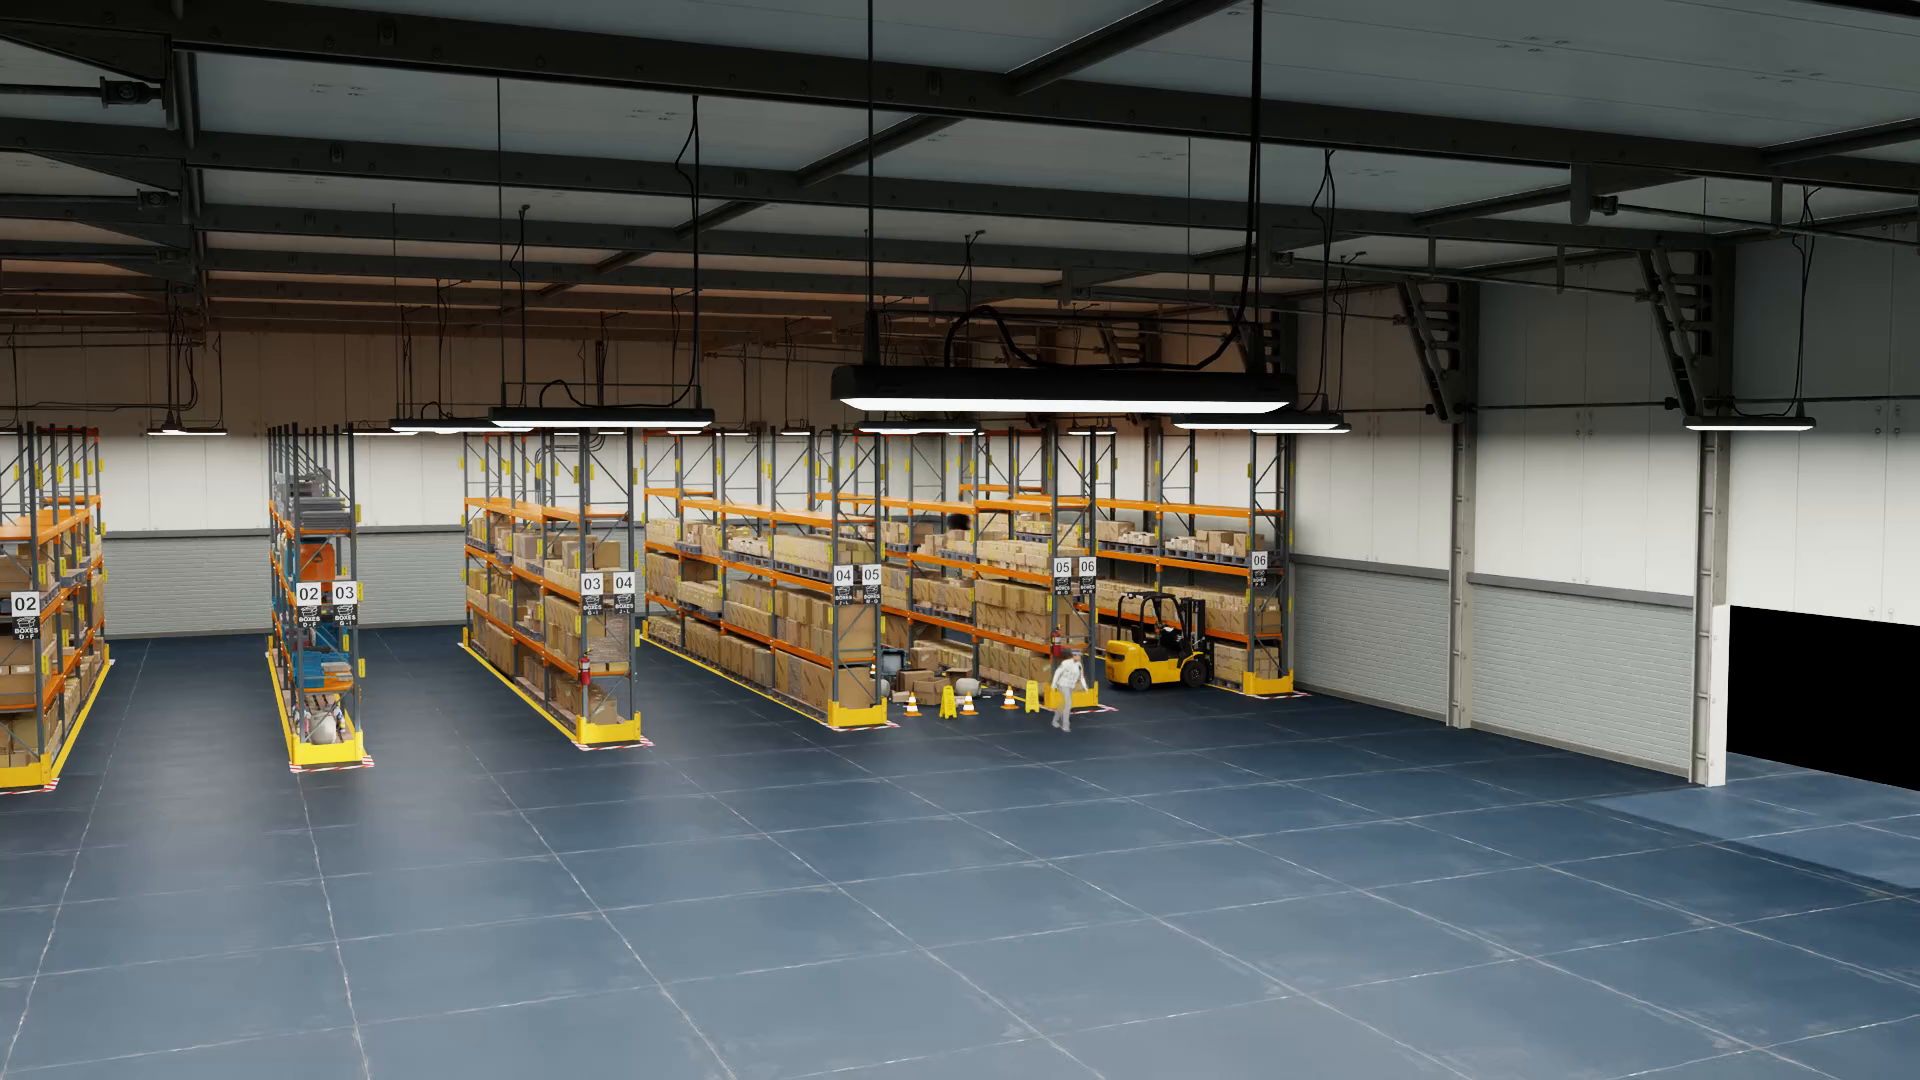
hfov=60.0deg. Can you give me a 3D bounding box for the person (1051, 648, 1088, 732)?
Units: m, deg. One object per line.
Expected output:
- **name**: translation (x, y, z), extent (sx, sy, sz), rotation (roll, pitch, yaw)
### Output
- **person**: translation (2.143, 2.934, 32.756), extent (0.553, 1.637, 0.772), rotation (-3, 5, -42)
